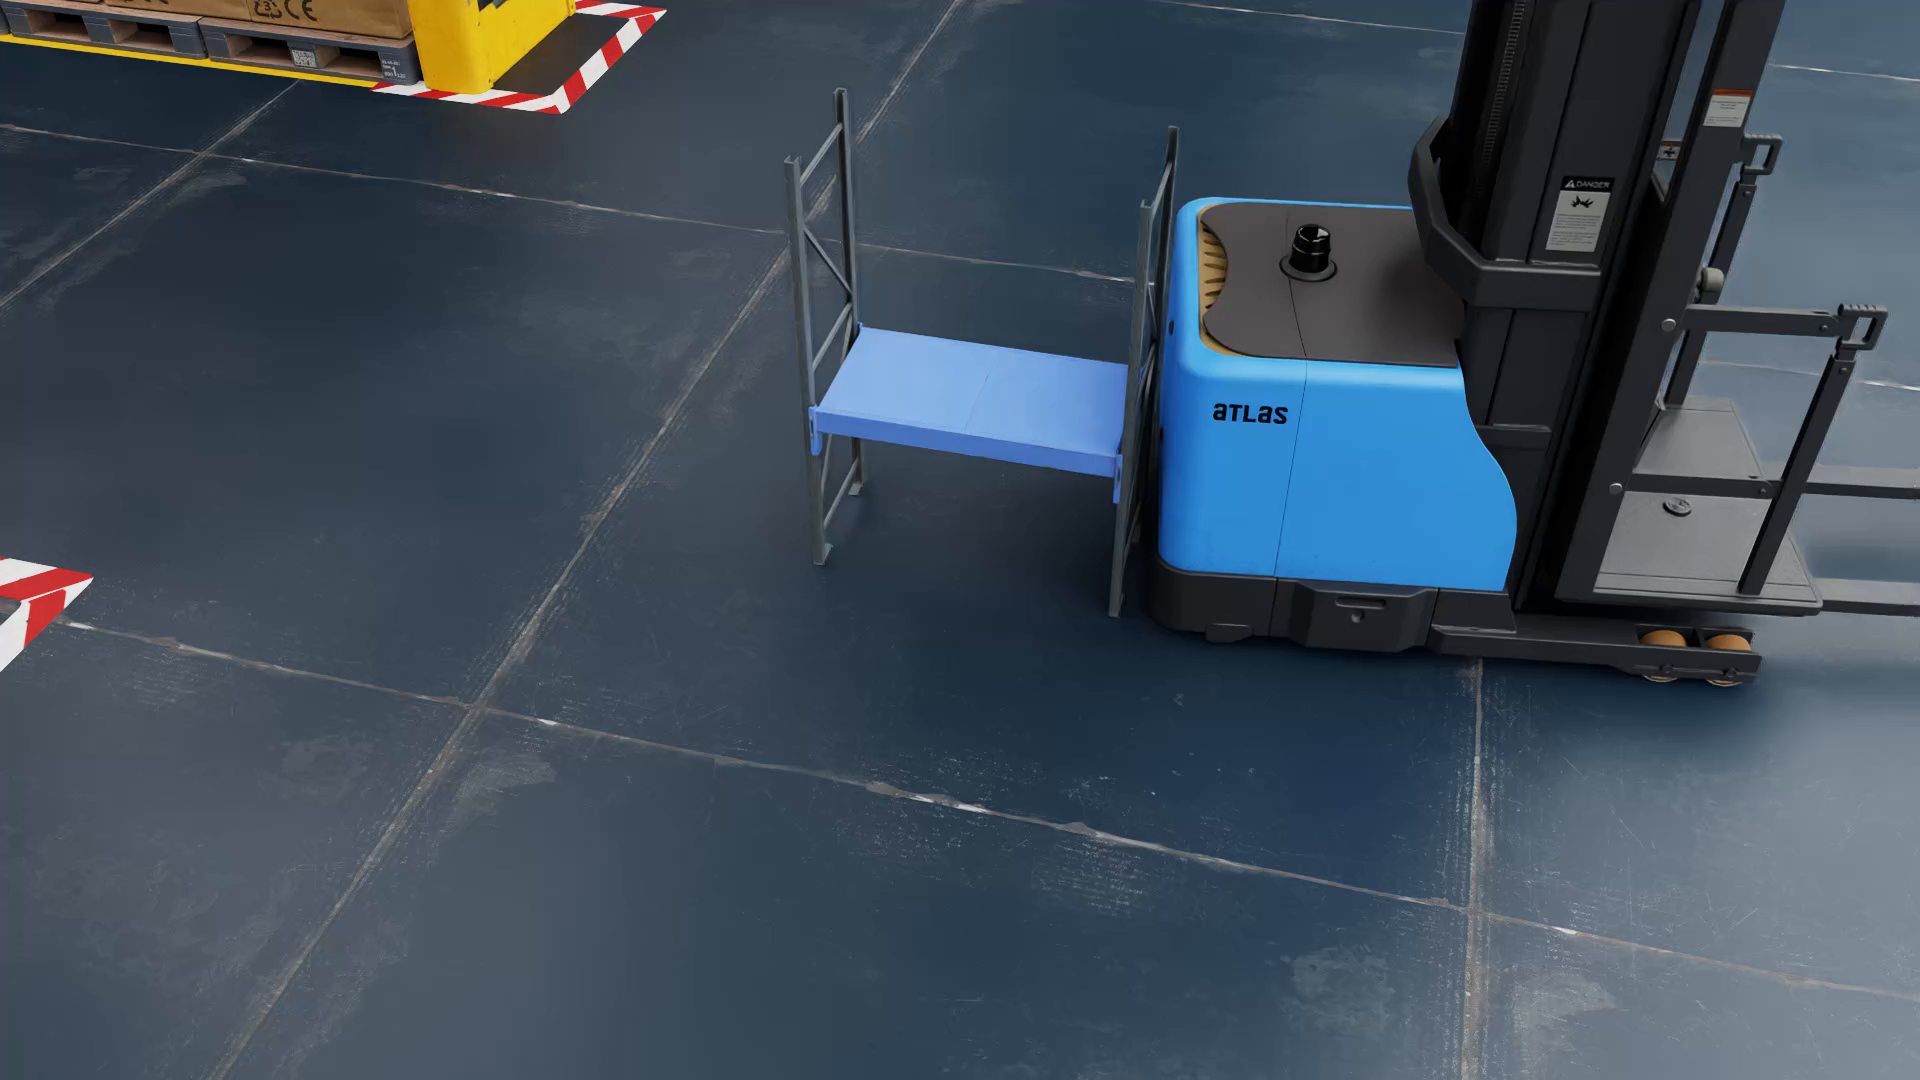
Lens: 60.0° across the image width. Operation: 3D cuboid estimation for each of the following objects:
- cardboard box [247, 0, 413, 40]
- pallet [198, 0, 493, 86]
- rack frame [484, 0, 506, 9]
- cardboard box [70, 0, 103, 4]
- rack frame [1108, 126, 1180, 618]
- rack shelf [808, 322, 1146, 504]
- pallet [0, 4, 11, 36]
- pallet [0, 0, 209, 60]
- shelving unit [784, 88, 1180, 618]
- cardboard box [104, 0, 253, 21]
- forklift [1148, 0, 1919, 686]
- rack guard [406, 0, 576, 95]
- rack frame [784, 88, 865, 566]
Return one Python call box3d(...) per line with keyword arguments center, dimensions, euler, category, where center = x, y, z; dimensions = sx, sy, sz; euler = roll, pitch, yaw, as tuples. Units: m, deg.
box3d(center=(-3.135, -3.213, 8.569), dimensions=(0.875, 0.875, 0.875), euler=(10, 41, 12), category="cardboard box")
box3d(center=(-3.256, -2.810, 8.932), dimensions=(1.213, 0.211, 1.003), euler=(10, 41, 11), category="pallet")
box3d(center=(-2.463, -3.794, 7.935), dimensions=(0.127, 3.000, 1.000), euler=(10, 41, 11), category="rack frame")
box3d(center=(-4.866, -3.511, 8.923), dimensions=(0.875, 0.875, 0.875), euler=(10, 41, 12), category="cardboard box")
box3d(center=(0.564, -0.478, 5.153), dimensions=(0.032, 1.500, 0.500), euler=(9, 41, 11), category="rack frame")
box3d(center=(0.072, -0.423, 5.367), dimensions=(1.000, 0.185, 0.538), euler=(9, 41, 11), category="rack shelf")
box3d(center=(-5.613, -3.216, 9.415), dimensions=(1.213, 0.211, 1.003), euler=(10, 41, 11), category="pallet")
box3d(center=(-4.431, -3.015, 9.175), dimensions=(1.213, 0.211, 1.003), euler=(10, 41, 11), category="pallet")
box3d(center=(0.072, -0.560, 5.251), dimensions=(1.048, 1.500, 0.538), euler=(9, 41, 11), category="shelving unit")
box3d(center=(-3.986, -3.358, 8.741), dimensions=(0.875, 0.875, 0.875), euler=(9, 41, 11), category="cardboard box")
box3d(center=(2.159, -1.026, 4.692), dimensions=(3.031, 2.935, 1.130), euler=(4, 40, 4), category="forklift")
box3d(center=(-2.440, -2.833, 8.734), dimensions=(0.348, 0.500, 1.175), euler=(10, 41, 11), category="rack guard")
box3d(center=(-0.420, -0.642, 5.349), dimensions=(0.032, 1.500, 0.500), euler=(9, 41, 11), category="rack frame")
